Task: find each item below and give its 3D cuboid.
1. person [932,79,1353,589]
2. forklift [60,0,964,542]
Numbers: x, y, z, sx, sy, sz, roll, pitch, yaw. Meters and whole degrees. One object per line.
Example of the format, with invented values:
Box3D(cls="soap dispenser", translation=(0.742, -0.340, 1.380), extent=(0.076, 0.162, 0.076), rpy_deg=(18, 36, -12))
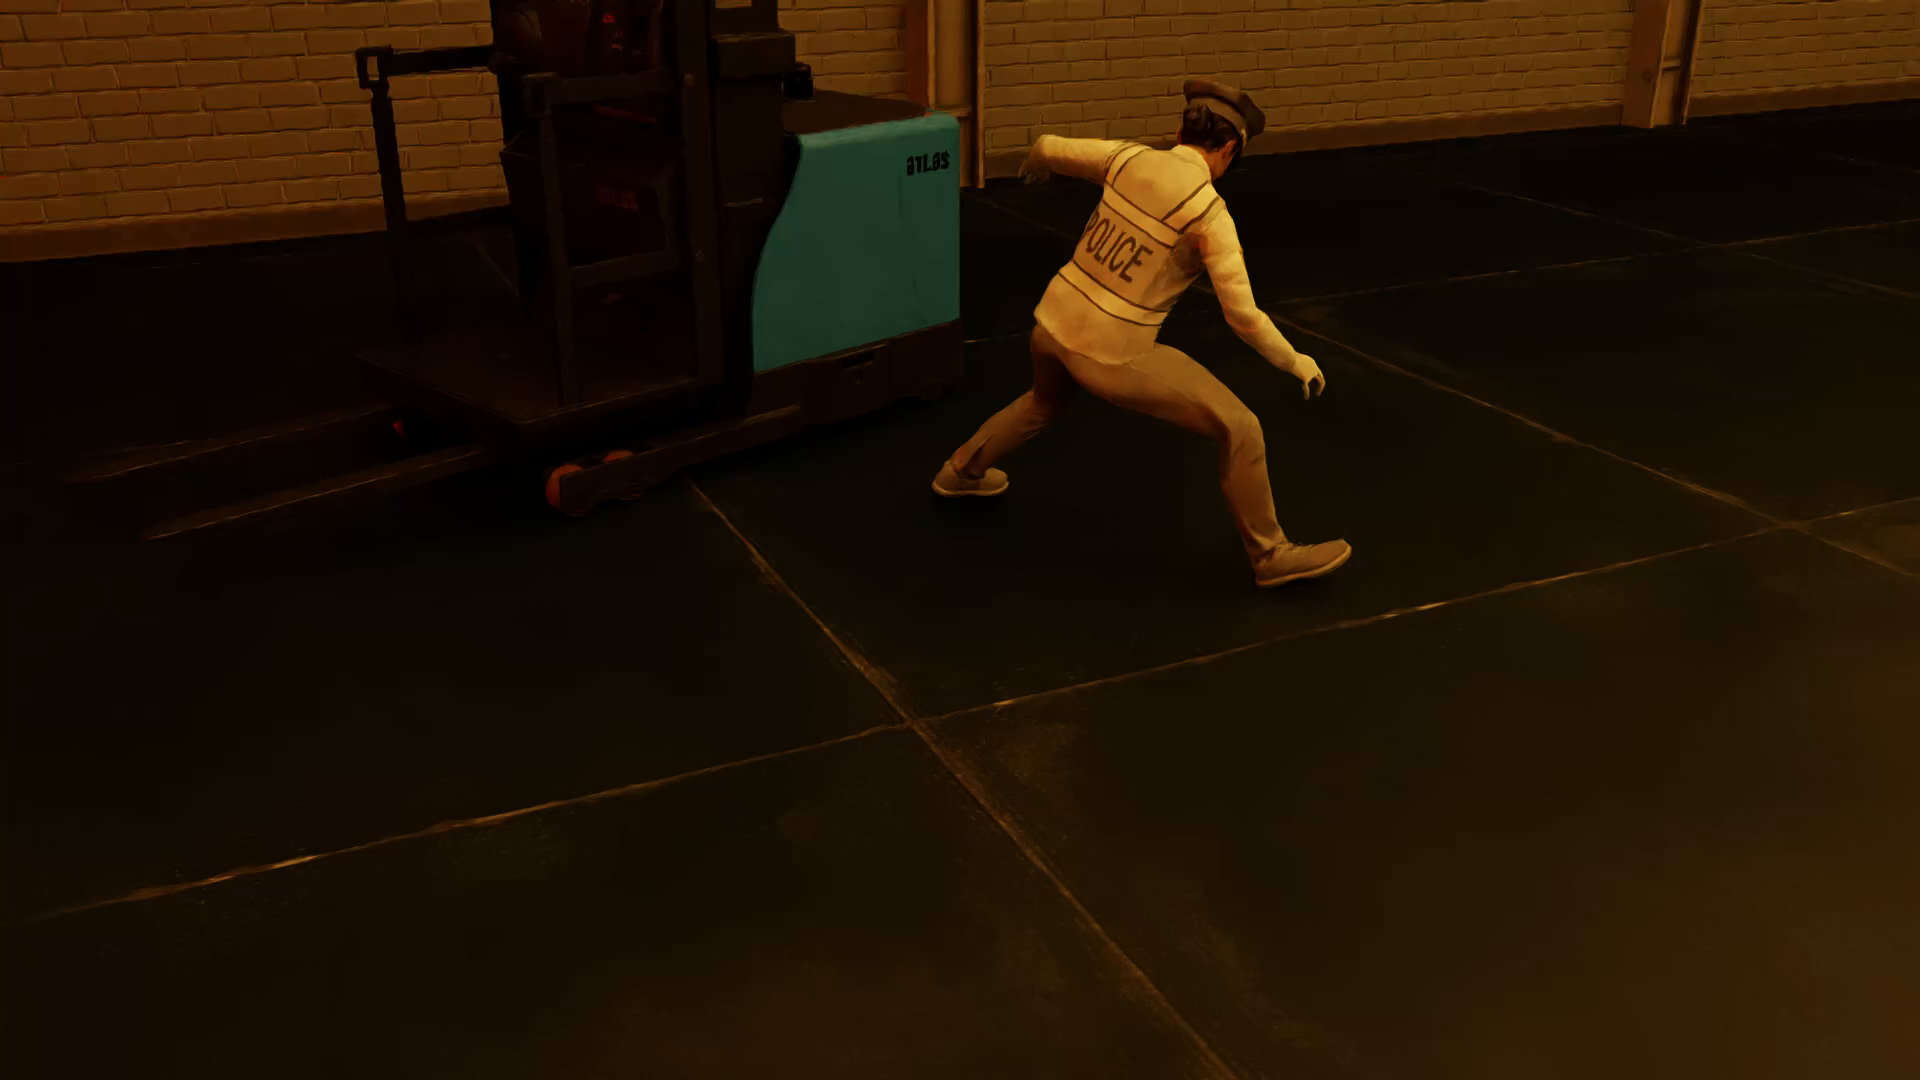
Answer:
Box3D(cls="person", translation=(0.512, -0.626, 4.818), extent=(0.718, 1.393, 1.232), rpy_deg=(-13, 26, -29))
Box3D(cls="forklift", translation=(-1.382, -1.649, 5.257), extent=(1.130, 2.935, 3.031), rpy_deg=(21, 30, 41))
